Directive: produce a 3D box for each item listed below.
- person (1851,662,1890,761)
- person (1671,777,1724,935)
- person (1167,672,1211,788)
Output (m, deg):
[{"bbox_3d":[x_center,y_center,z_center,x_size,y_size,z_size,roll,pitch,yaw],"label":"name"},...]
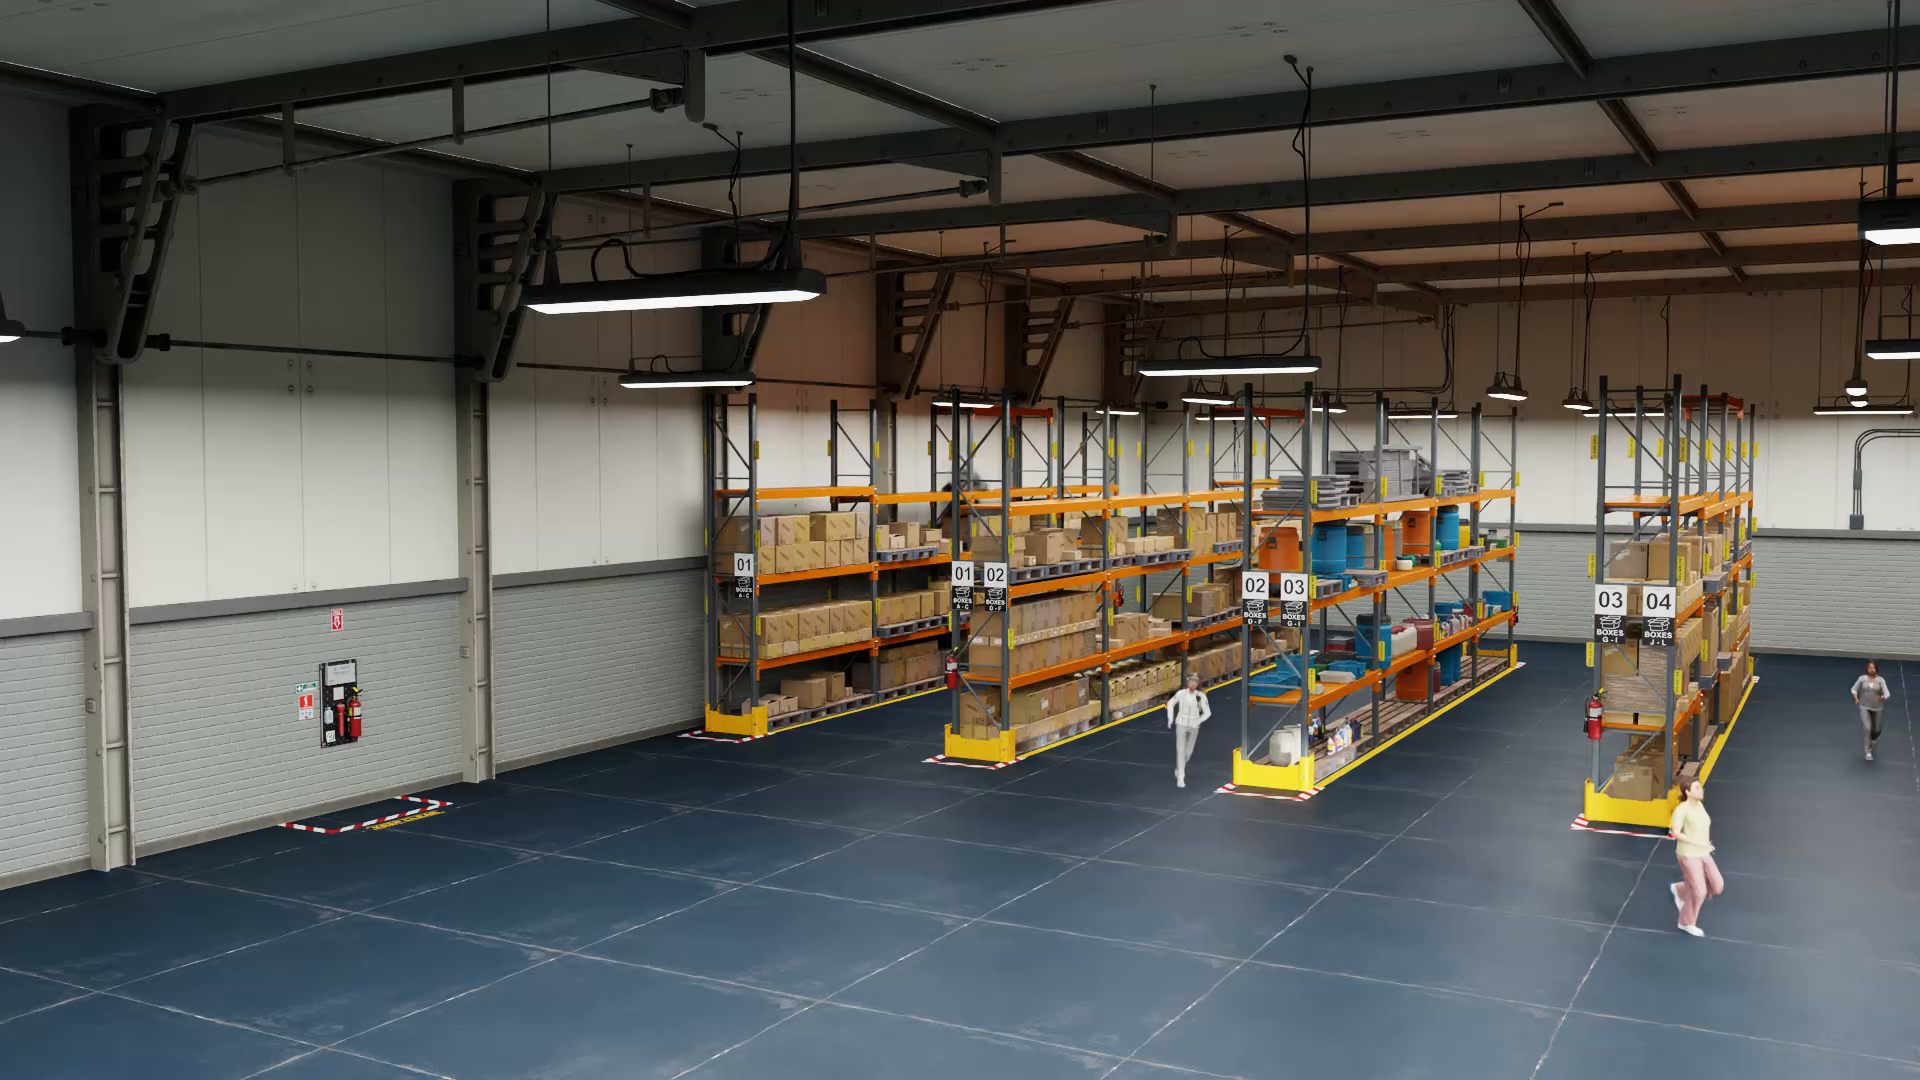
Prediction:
[{"bbox_3d":[14.780,2.754,27.007,0.548,1.566,0.792,1,3,24],"label":"person"},{"bbox_3d":[7.608,3.266,17.258,0.602,1.624,0.575,-2,4,-35],"label":"person"},{"bbox_3d":[3.400,2.826,24.991,0.569,1.683,0.787,0,3,5],"label":"person"}]
